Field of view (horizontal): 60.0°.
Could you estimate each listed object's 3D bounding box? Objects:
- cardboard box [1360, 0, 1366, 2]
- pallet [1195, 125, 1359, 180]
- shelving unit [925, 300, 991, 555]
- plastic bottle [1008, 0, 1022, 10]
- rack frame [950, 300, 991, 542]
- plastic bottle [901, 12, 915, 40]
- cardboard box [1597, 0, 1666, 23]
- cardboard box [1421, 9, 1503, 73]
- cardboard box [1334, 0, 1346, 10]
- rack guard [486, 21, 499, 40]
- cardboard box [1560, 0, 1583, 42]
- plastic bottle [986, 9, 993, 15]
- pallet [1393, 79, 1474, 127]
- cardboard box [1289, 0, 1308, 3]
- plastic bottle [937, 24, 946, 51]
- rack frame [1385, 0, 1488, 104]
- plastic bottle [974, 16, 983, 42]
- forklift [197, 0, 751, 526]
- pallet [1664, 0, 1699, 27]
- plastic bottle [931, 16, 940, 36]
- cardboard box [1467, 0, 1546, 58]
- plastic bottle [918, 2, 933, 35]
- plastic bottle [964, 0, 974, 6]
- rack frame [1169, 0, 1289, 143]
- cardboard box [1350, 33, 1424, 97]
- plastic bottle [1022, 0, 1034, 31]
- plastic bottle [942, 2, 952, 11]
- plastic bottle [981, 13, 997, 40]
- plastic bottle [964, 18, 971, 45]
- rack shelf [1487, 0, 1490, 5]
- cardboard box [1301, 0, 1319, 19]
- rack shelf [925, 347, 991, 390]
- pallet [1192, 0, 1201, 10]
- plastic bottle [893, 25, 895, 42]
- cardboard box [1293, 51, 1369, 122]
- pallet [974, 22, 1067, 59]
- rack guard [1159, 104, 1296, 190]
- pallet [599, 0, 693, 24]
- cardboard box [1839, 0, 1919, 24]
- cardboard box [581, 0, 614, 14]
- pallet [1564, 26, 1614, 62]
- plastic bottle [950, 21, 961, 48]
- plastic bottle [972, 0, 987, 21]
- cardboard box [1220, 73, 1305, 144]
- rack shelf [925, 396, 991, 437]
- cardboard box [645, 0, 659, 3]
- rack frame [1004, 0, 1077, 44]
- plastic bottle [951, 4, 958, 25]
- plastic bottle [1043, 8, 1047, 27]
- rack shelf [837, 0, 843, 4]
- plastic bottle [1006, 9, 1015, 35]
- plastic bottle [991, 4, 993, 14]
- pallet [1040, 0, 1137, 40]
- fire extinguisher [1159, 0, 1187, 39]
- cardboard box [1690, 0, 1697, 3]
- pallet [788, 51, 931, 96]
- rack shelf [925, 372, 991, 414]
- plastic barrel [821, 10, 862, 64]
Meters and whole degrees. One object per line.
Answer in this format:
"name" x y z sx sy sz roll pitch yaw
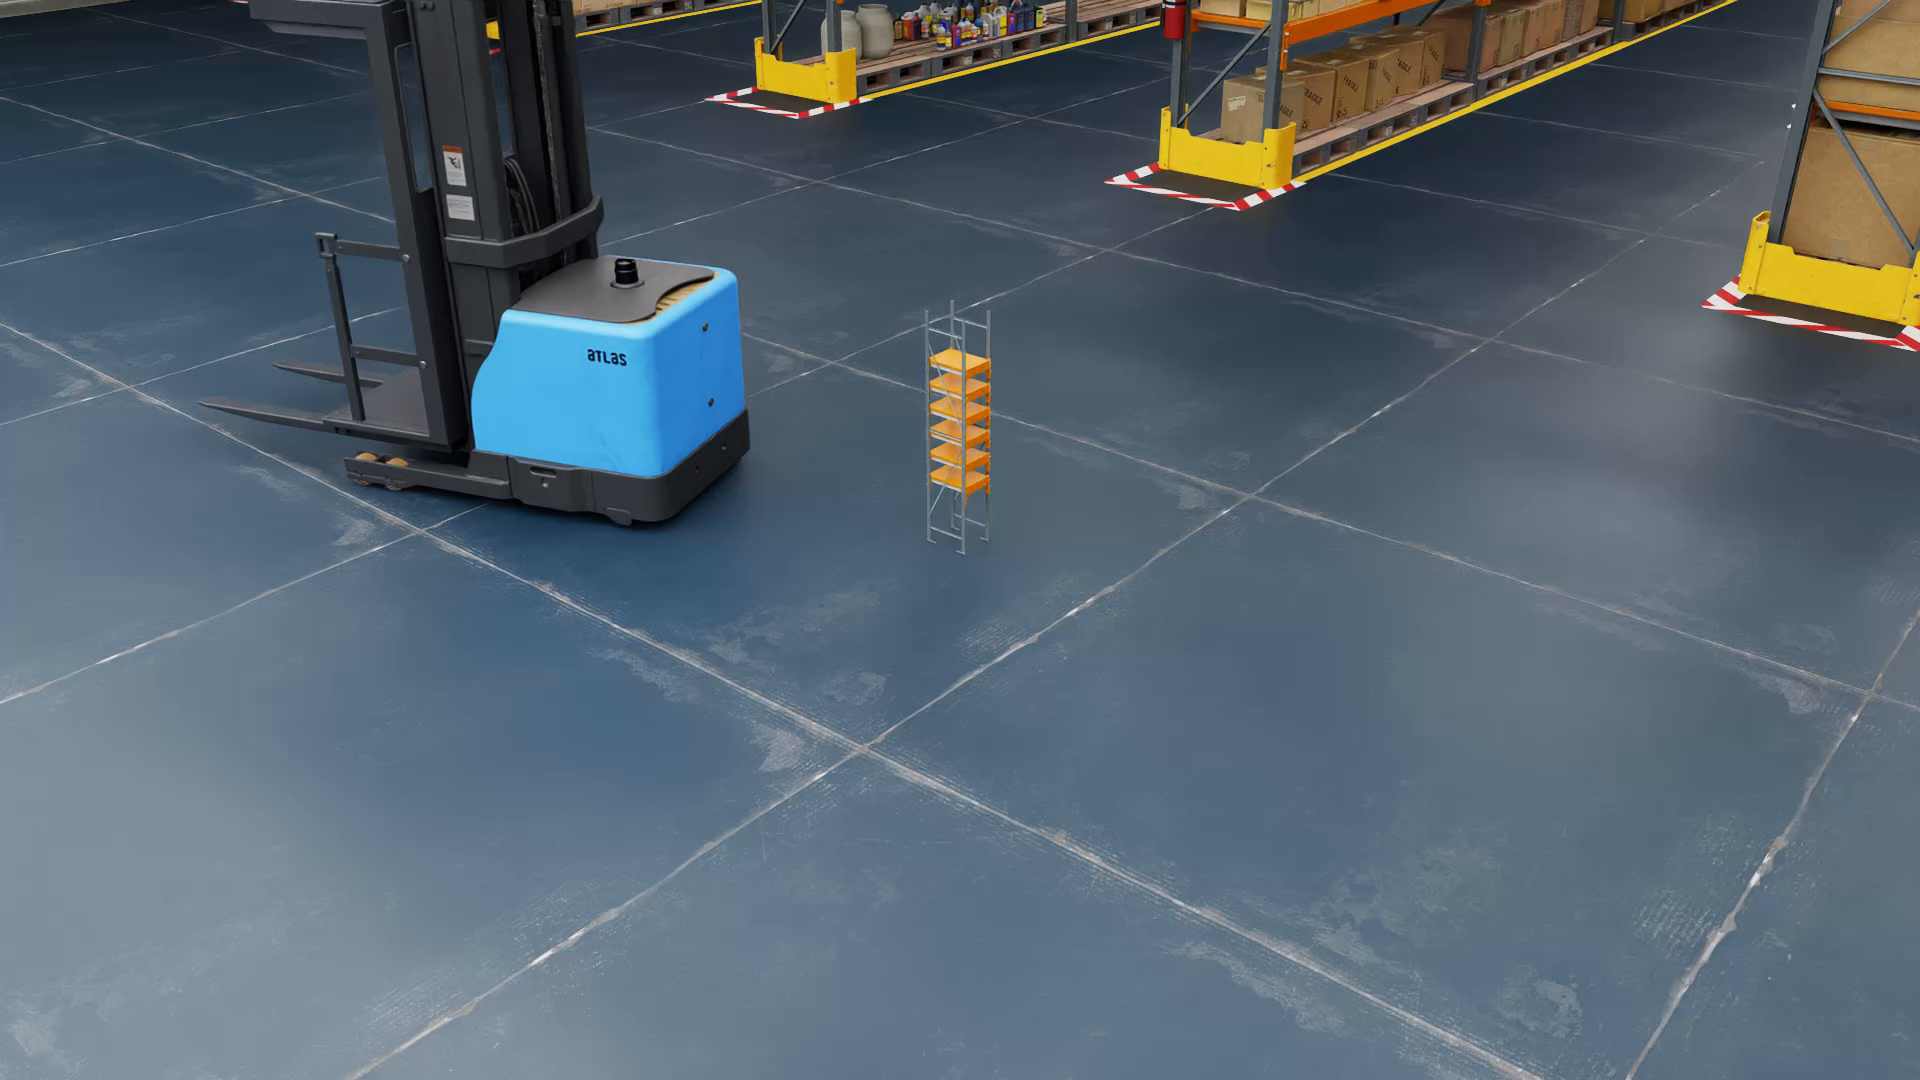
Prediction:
"cardboard box" 3.379 -4.821 14.578 0.380 0.149 0.250 21 34 34
"pallet" 2.816 -3.522 14.829 1.003 0.211 1.213 21 34 34
"shelving unit" -0.009 -0.528 7.964 0.258 1.200 0.189 21 34 34
"plastic bottle" 0.648 -6.070 19.124 0.144 0.351 0.185 21 34 34
"rack frame" 0.049 -0.560 8.027 0.240 1.200 0.006 21 34 34
"plastic bottle" -0.587 -5.750 18.586 0.152 0.276 0.135 21 34 35
"cardboard box" 7.767 -6.774 19.935 1.225 0.875 0.875 19 33 32
"cardboard box" 5.175 -5.171 17.223 0.700 0.500 0.500 18 32 31
"cardboard box" 3.076 -4.638 14.224 0.380 0.149 0.250 21 34 34
"rack guard" -5.433 -6.234 19.756 1.175 0.500 0.348 21 34 34
"cardboard box" 6.559 -5.934 18.698 0.700 0.500 0.500 18 32 30
"plastic bottle" 0.336 -5.837 18.745 0.061 0.283 0.133 21 34 34
"pallet" 4.368 -4.387 16.501 1.003 0.211 1.213 21 34 34
"cardboard box" 2.595 -4.820 13.869 0.875 0.500 0.500 21 34 34
"plastic bottle" -0.204 -5.439 17.990 0.097 0.271 0.097 0 27 0
"rack frame" 4.768 -5.874 16.341 1.000 3.000 0.127 21 34 34
"plastic bottle" 0.206 -5.668 18.432 0.097 0.271 0.097 0 27 0
"forklift" -2.714 -1.778 8.498 3.031 2.935 1.130 9 29 18
"pallet" 8.648 -6.742 21.053 1.003 0.211 1.213 21 34 34
"plastic bottle" -0.275 -5.806 18.776 0.097 0.201 0.097 0 27 0
"cardboard box" 5.849 -5.533 17.923 0.700 0.500 0.500 18 32 30
"plastic bottle" -0.396 -5.892 18.780 0.144 0.351 0.185 22 35 36
"plastic bottle" 0.113 -6.176 19.328 0.144 0.351 0.185 22 34 36
"rack frame" 2.224 -4.456 13.599 1.000 3.000 0.127 21 34 34
"cardboard box" 4.124 -4.615 16.170 0.500 0.500 0.500 -16 31 -28
"plastic bottle" 0.759 -6.028 19.042 0.144 0.351 0.185 20 33 33
"plastic bottle" -0.145 -6.033 19.124 0.061 0.283 0.133 23 35 37
"plastic bottle" 0.325 -5.756 18.597 0.152 0.276 0.135 21 34 35
"plastic bottle" 0.077 -5.596 18.293 0.097 0.271 0.097 0 27 0
"rack shelf" 6.040 -6.264 17.877 1.077 0.370 4.000 21 34 34
"cardboard box" 2.763 -4.459 13.878 0.380 0.149 0.250 21 34 34
"rack shelf" -0.009 -0.808 7.819 0.258 0.103 0.180 21 34 34
"pallet" 2.968 -7.238 22.012 1.003 0.211 1.213 21 34 34
"plastic bottle" -0.768 -5.636 18.446 0.097 0.201 0.097 0 27 0
"cardboard box" 3.400 -4.187 15.343 0.500 0.500 0.500 25 36 39
"pallet" 0.487 -5.857 19.343 1.003 0.211 1.213 21 34 34
"rack guard" 2.272 -3.373 14.226 1.175 0.500 0.348 21 34 34
"pallet" -4.188 -6.828 21.219 1.003 0.211 1.213 21 34 34
"cardboard box" 6.253 -3.637 10.678 0.875 0.550 0.550 21 34 34
"cardboard box" -4.590 -6.621 20.320 0.500 0.250 0.500 21 34 34
"pallet" 6.814 -5.777 19.188 1.003 0.211 1.213 21 34 34
"plastic bottle" -0.046 -5.519 18.132 0.061 0.283 0.133 21 34 35
"plastic bottle" 0.224 -6.134 19.246 0.144 0.351 0.185 21 34 34
"cardboard box" 2.634 -3.749 14.496 0.500 0.500 0.500 -21 34 -35
"rack shelf" -0.009 -0.595 7.930 0.258 0.103 0.180 21 34 34
"cardboard box" -3.950 -6.974 21.003 0.500 0.250 0.500 21 34 34
"rack frame" 0.946 -7.322 19.139 1.000 3.000 0.127 21 34 34
"plastic bottle" -0.072 -6.011 19.095 0.097 0.271 0.097 0 27 0
"plastic bottle" 0.956 -6.055 19.256 0.097 0.201 0.097 0 27 0
"rack shelf" -0.326 -6.293 17.934 1.077 0.370 4.000 21 34 34
"plastic bottle" 0.565 -5.860 18.791 0.061 0.283 0.133 23 35 38
"plastic bottle" 0.341 -6.254 19.640 0.097 0.201 0.097 0 27 0
"pallet" 1.416 -6.373 20.340 1.003 0.211 1.213 21 34 34
"fire extinguisher" 1.795 -4.516 13.799 0.296 0.674 0.183 21 34 34
"cardboard box" 8.897 -7.404 21.153 1.225 0.875 0.875 19 33 33
"pallet" -1.065 -4.992 17.671 1.003 0.211 1.213 21 34 34
"rack shelf" -0.009 -0.701 7.875 0.258 0.103 0.180 21 34 34
"plastic barrel" -1.238 -5.241 17.367 0.421 0.512 0.421 0 27 0
